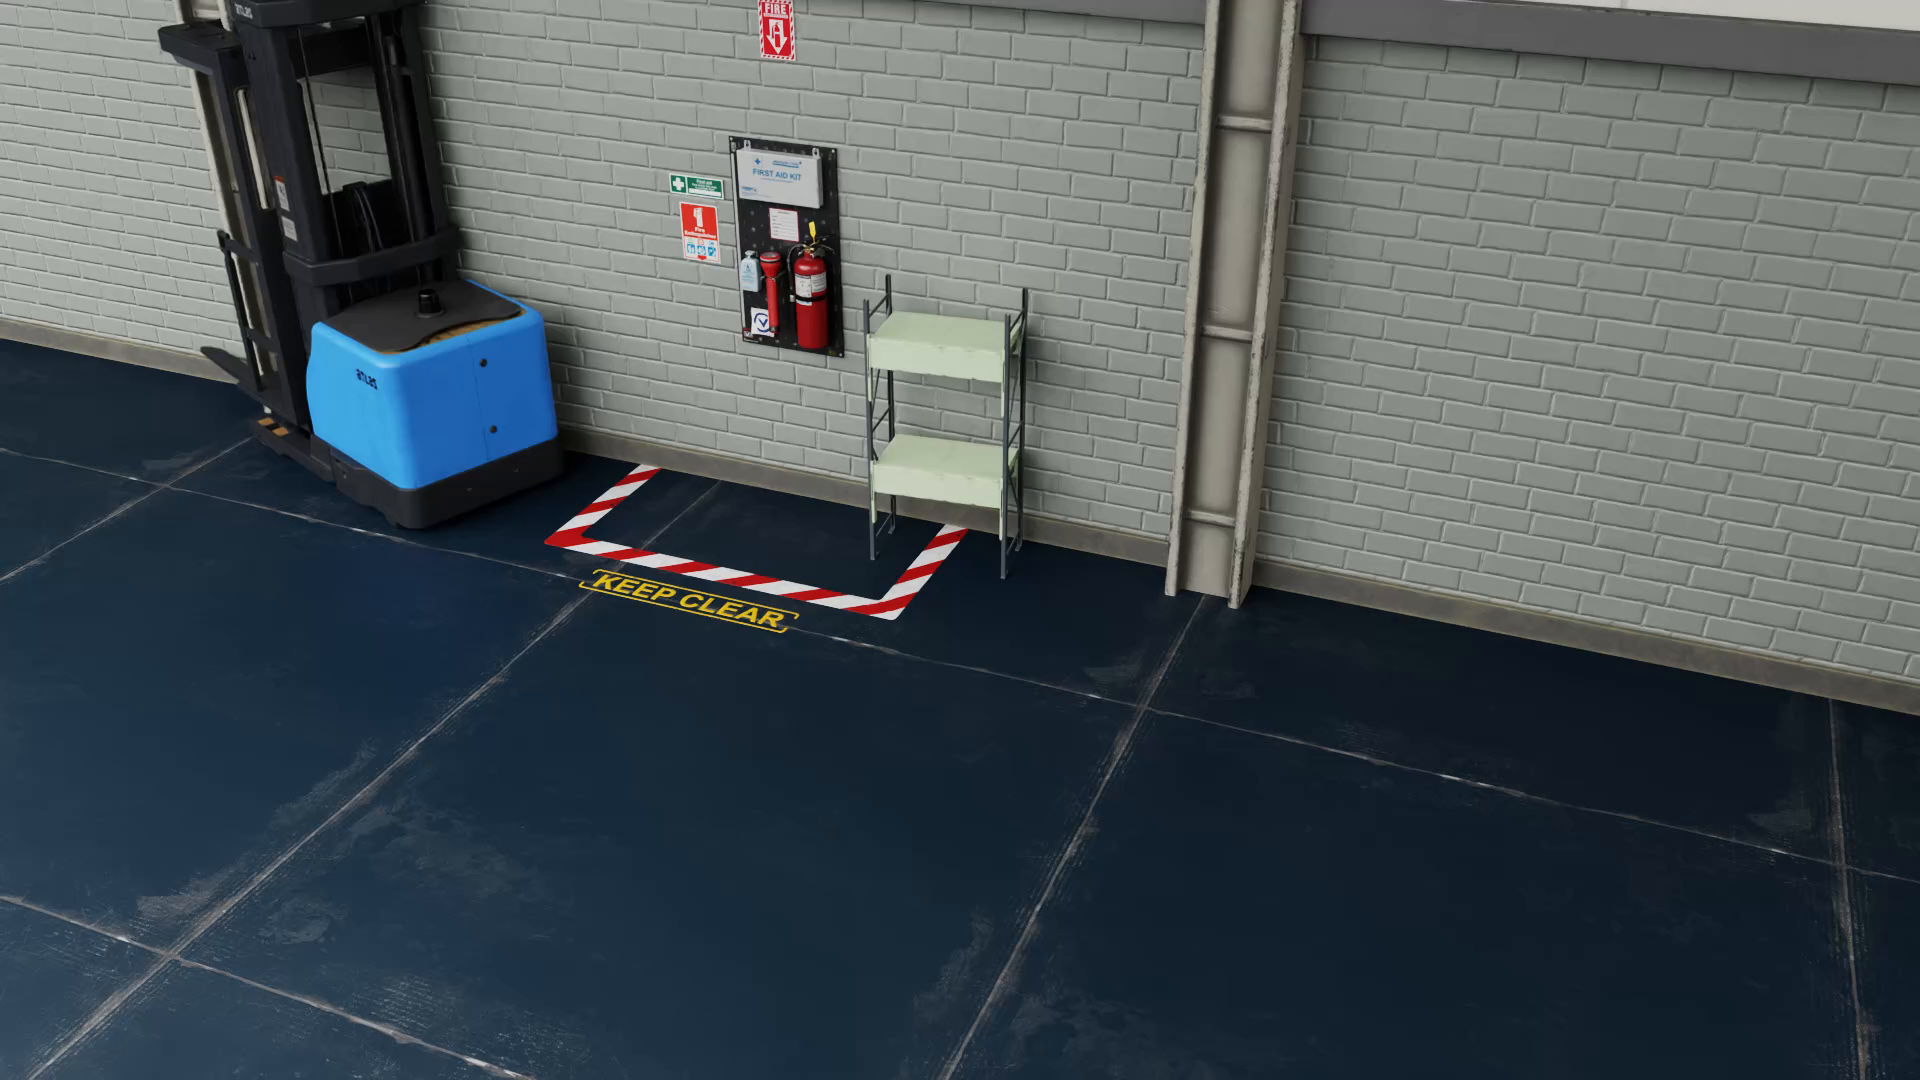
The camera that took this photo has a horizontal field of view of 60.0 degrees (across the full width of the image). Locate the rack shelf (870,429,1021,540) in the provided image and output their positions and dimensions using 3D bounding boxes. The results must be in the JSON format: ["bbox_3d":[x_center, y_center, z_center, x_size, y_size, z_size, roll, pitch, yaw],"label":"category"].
[{"bbox_3d":[-0.070,-0.304,8.926,0.720,0.370,0.431,8,30,14],"label":"rack shelf"}]

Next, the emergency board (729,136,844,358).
[{"bbox_3d":[-0.958,-1.529,8.906,0.643,1.169,0.194,11,31,19],"label":"emergency board"}]

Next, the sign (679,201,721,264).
[{"bbox_3d":[-1.432,-1.693,9.161,0.234,0.329,0.001,11,31,19],"label":"sign"}]

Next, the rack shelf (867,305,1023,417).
[{"bbox_3d":[-0.070,-0.927,8.573,0.720,0.370,0.431,8,30,14],"label":"rack shelf"}]

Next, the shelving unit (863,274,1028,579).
[{"bbox_3d":[-0.070,-0.587,8.765,0.755,1.500,0.431,8,30,14],"label":"shelving unit"}]

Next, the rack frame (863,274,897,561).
[{"bbox_3d":[-0.422,-0.636,8.851,0.023,1.500,0.400,8,30,14],"label":"rack frame"}]

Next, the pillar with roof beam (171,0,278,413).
[{"bbox_3d":[-5.861,-2.813,5.081,0.400,9.000,9.100,11,31,19],"label":"pillar with roof beam"}]

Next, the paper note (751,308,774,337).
[{"bbox_3d":[-1.097,-1.209,9.236,0.142,0.148,0.016,11,31,19],"label":"paper note"}]

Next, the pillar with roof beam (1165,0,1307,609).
[{"bbox_3d":[-0.301,-1.703,3.117,0.400,9.000,9.100,11,31,19],"label":"pillar with roof beam"}]

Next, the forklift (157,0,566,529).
[{"bbox_3d":[-3.738,-1.958,9.736,3.031,2.935,1.130,26,38,37],"label":"forklift"}]

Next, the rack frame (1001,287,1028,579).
[{"bbox_3d":[0.283,-0.539,8.679,0.023,1.500,0.400,8,30,14],"label":"rack frame"}]

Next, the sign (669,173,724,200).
[{"bbox_3d":[-1.431,-1.919,9.022,0.331,0.109,0.001,11,31,19],"label":"sign"}]

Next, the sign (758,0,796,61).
[{"bbox_3d":[-0.928,-2.585,8.419,0.199,0.298,0.001,11,31,19],"label":"sign"}]
